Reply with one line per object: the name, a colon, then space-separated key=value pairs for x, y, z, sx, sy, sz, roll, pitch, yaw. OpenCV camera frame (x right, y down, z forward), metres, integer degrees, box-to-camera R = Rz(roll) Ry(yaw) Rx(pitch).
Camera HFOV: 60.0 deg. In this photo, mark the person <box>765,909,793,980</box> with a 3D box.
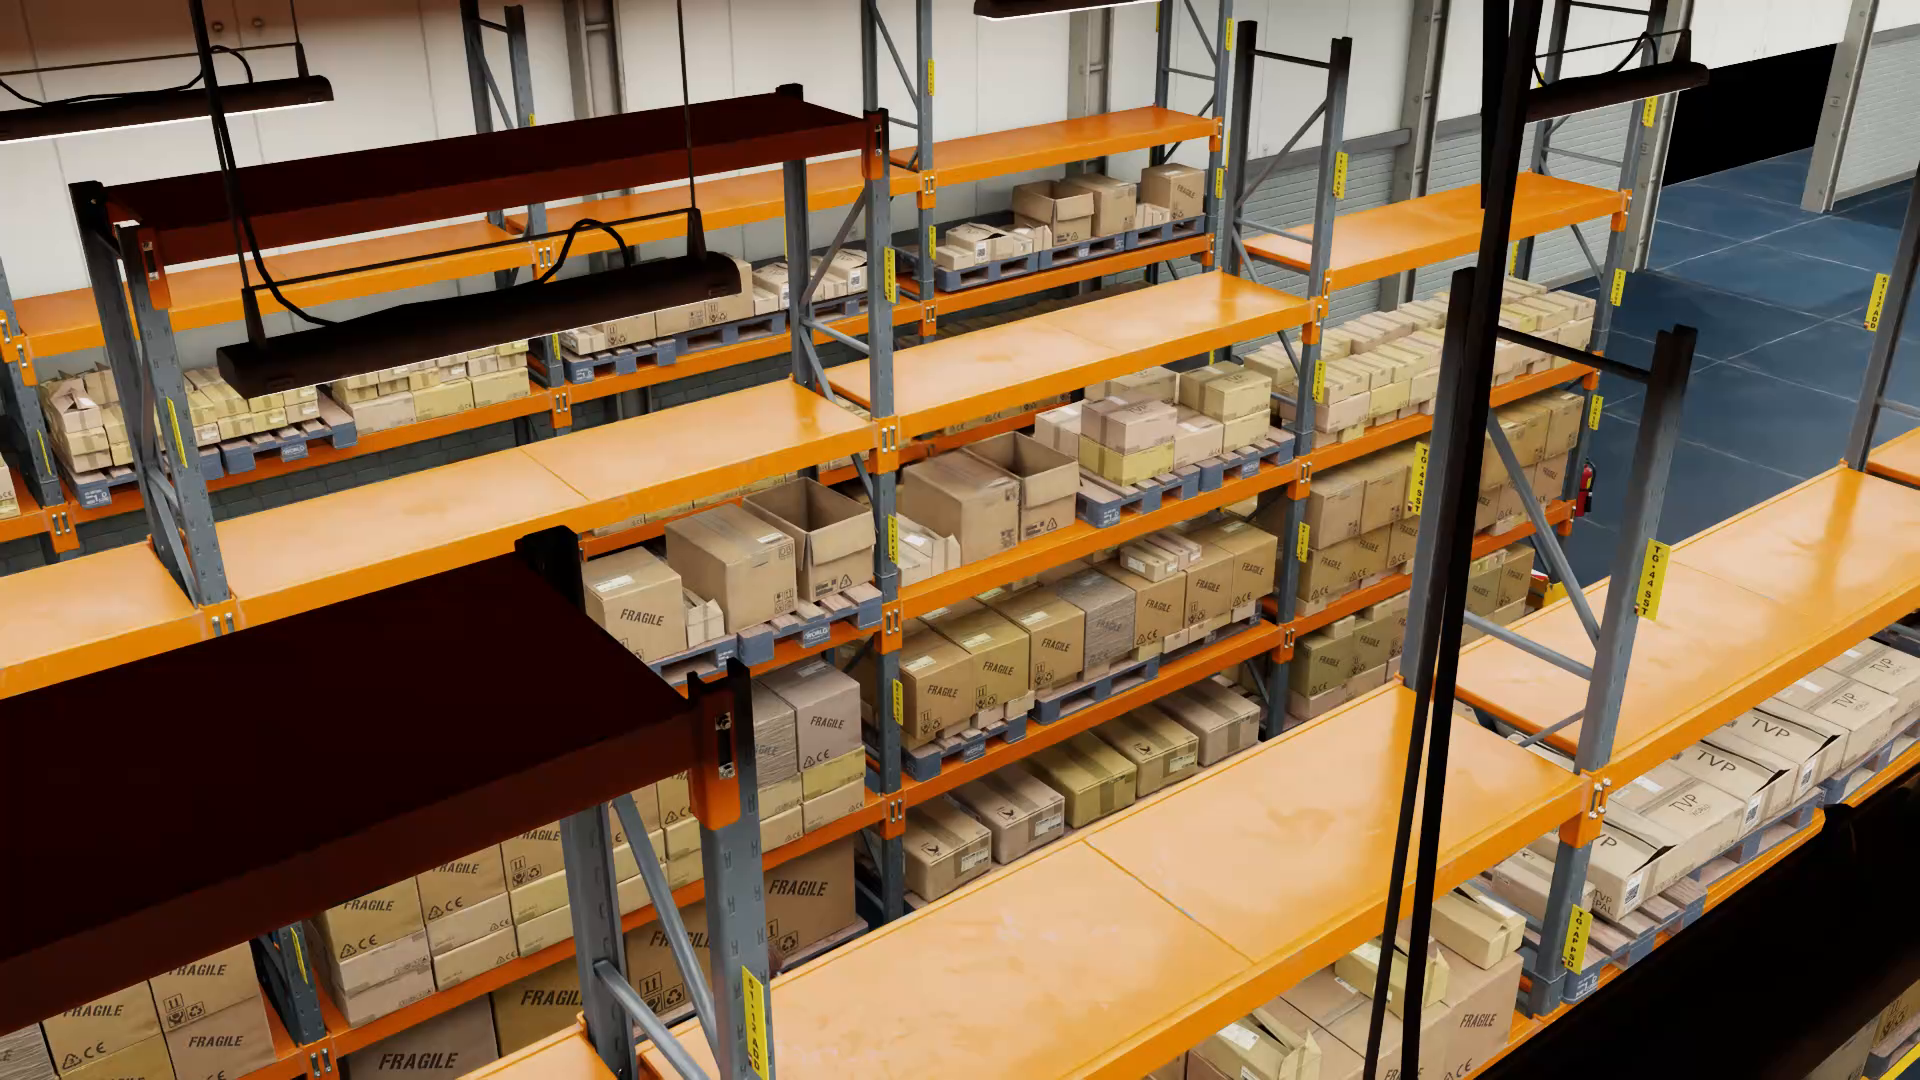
person: x=-1.099 y=2.879 z=9.864 sx=0.458 sy=1.571 sz=0.497 roll=0 pitch=26 yaw=0
